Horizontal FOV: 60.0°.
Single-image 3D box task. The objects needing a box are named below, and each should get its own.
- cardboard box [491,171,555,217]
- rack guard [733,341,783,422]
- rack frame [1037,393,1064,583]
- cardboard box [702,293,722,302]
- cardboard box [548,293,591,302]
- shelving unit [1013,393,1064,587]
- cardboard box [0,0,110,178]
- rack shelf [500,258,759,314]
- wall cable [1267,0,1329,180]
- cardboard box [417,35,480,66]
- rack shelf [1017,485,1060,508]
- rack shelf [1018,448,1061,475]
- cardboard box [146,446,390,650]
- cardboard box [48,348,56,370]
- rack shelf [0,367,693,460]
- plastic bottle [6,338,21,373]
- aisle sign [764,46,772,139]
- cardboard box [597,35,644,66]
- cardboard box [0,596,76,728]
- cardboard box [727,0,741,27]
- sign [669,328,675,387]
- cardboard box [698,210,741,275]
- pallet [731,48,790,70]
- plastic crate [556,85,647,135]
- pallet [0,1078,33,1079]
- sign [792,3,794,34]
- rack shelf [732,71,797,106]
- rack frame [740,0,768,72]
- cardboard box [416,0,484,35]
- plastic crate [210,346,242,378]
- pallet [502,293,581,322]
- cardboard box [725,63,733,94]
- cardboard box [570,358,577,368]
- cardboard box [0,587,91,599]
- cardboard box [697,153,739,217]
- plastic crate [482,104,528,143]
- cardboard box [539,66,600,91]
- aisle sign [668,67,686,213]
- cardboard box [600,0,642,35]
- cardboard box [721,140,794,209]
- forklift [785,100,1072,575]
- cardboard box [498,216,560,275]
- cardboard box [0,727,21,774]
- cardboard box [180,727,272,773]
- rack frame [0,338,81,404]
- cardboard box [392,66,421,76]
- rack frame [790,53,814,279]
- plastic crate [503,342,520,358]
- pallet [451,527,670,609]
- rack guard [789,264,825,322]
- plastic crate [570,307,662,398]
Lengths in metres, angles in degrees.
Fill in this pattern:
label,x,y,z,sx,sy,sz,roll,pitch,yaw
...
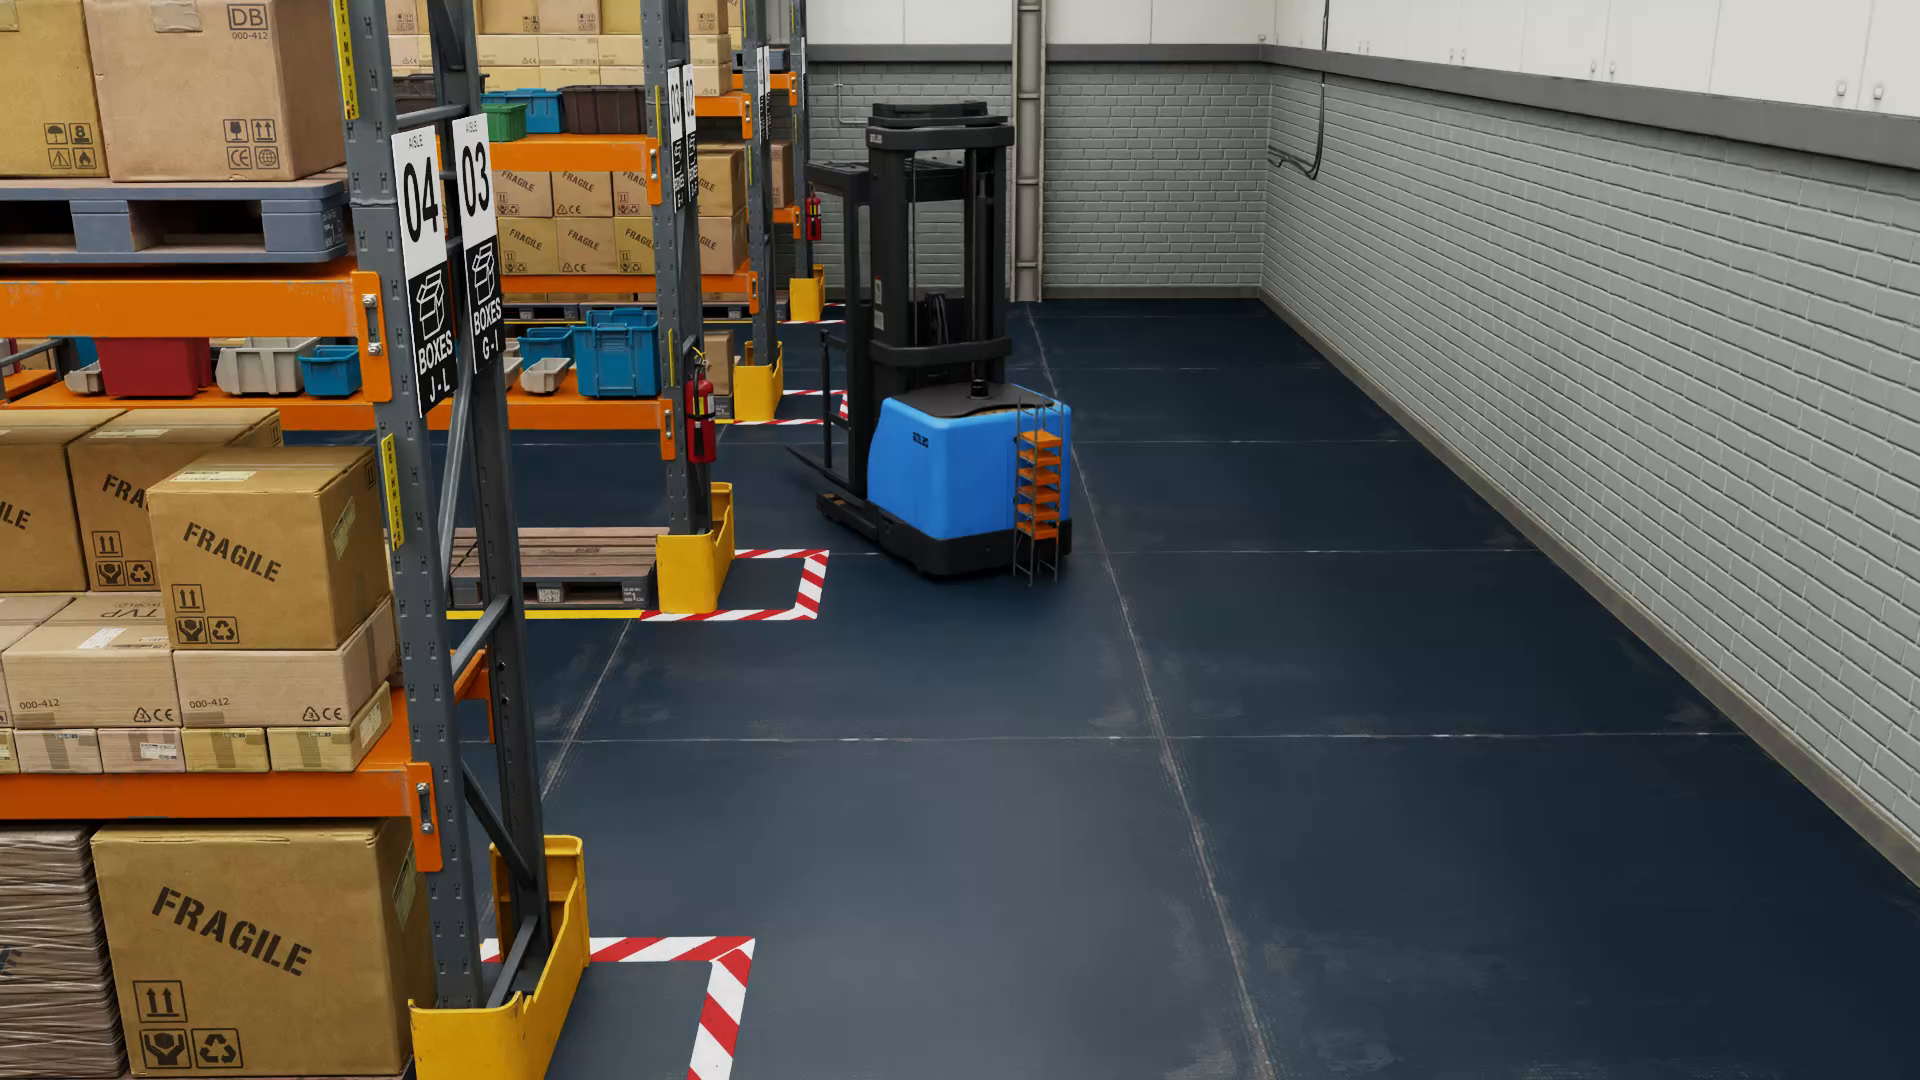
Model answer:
label,x,y,z,sx,sy,sz,roll,pitch,yaw
cardboard box,-3.755,-3.093,14.480,0.500,0.500,0.500,0,18,1
rack guard,-1.853,-1.474,15.325,0.348,0.500,1.175,0,18,-1
rack frame,0.574,-0.328,10.590,0.006,1.200,0.240,-9,22,-26
cardboard box,-3.057,-3.151,19.865,0.500,0.500,0.700,0,18,-1
cardboard box,-4.607,-3.142,19.836,0.500,0.500,0.700,0,18,-1
shelving unit,0.493,-0.315,10.549,0.189,1.200,0.258,-9,22,-26
cardboard box,-2.708,-1.378,5.007,0.500,0.500,0.700,-1,18,-3
rack shelf,-3.777,-2.313,15.024,4.000,0.370,1.077,0,18,-1
wall cable,3.802,-5.474,18.963,0.112,2.526,3.097,0,18,-1
cardboard box,-4.286,-4.169,14.149,0.500,0.250,0.500,0,18,-1
rack shelf,0.492,-0.273,10.564,0.180,0.103,0.258,-9,22,-26
rack shelf,0.496,-0.499,10.484,0.180,0.103,0.258,-9,22,-26
cardboard box,-2.107,0.016,5.118,0.500,0.500,0.500,0,18,0
cardboard box,-7.770,-1.570,14.902,0.500,0.500,0.500,-1,18,-3
rack shelf,-3.702,-0.800,10.308,4.000,0.370,1.077,0,18,-1
plastic bottle,-6.075,-1.206,10.587,0.133,0.283,0.061,0,18,-1
aisle sign,-1.713,-3.993,14.828,0.004,0.787,0.394,0,18,-1
cardboard box,-2.786,-4.177,14.174,0.500,0.250,0.500,0,18,-1
cardboard box,-3.121,0.379,5.215,0.500,0.250,0.500,-1,18,-3
cardboard box,-2.586,-6.053,18.761,0.500,0.500,0.500,0,18,-1
sign,-1.678,-1.062,9.680,0.005,0.325,0.100,0,18,-1
cardboard box,-2.220,-2.627,14.663,0.500,0.500,0.500,0,18,1
pallet,-2.600,-5.557,19.195,1.213,0.211,1.003,0,18,-1
plastic crate,-2.092,-2.601,10.050,0.590,0.269,0.497,0,18,-1
pallet,-3.639,1.721,5.837,1.213,0.211,1.003,0,18,-1
sign,-1.864,-5.824,18.563,0.005,0.325,0.100,0,18,-1
rack shelf,-3.859,-5.254,19.282,4.000,0.370,1.077,0,18,-1
rack frame,-1.777,-5.522,14.028,0.127,3.000,1.000,0,18,-1
cardboard box,-4.289,-4.575,14.188,0.500,0.500,0.700,0,18,-1
plastic crate,-4.587,-1.118,10.474,0.590,0.125,0.437,0,18,-1
pallet,-5.097,-2.811,19.963,1.213,0.211,1.003,0,18,-1
cardboard box,-2.295,-4.097,14.743,0.500,0.250,0.500,0,18,-1
cardboard box,-3.267,-1.492,15.069,0.500,0.250,0.500,0,18,-1
cardboard box,-3.131,0.216,5.722,0.500,0.250,0.500,-1,18,-3
cardboard box,-2.218,-3.103,14.508,0.500,0.500,0.500,0,18,-1
plastic crate,-2.684,-2.388,9.516,0.336,0.188,0.450,0,18,-1
cardboard box,-3.286,-3.933,14.233,0.500,0.250,0.500,0,18,-1
aisle sign,-1.626,-2.301,9.553,0.004,0.787,0.394,0,18,-1
cardboard box,-2.792,-4.633,14.368,0.500,0.500,0.700,0,18,-1
cardboard box,-2.369,-4.315,19.598,0.700,0.700,0.980,1,18,2
forklift,-0.389,-1.574,11.655,1.130,2.935,3.031,-9,20,-26
cardboard box,-3.742,-2.621,14.642,0.500,0.500,0.500,-1,18,-2
cardboard box,-2.996,0.588,5.215,0.250,0.149,0.380,-1,18,-2
cardboard box,-2.235,0.584,5.227,0.250,0.149,0.380,0,18,0
rack frame,-5.702,-1.133,10.168,0.127,3.000,1.000,0,18,-1
cardboard box,-4.786,-3.930,14.224,0.500,0.250,0.500,0,18,-1
rack frame,-1.859,-4.178,19.661,0.127,3.000,1.000,0,18,-1
plastic crate,-2.955,-1.175,10.633,0.298,0.136,0.250,0,18,-1
pallet,-2.528,0.168,10.679,1.213,0.211,1.003,0,18,-1
rack guard,-1.835,-2.988,20.043,0.348,0.500,1.175,0,18,-1
plastic crate,-2.034,-1.139,10.031,0.499,0.435,0.616,0,18,-1
